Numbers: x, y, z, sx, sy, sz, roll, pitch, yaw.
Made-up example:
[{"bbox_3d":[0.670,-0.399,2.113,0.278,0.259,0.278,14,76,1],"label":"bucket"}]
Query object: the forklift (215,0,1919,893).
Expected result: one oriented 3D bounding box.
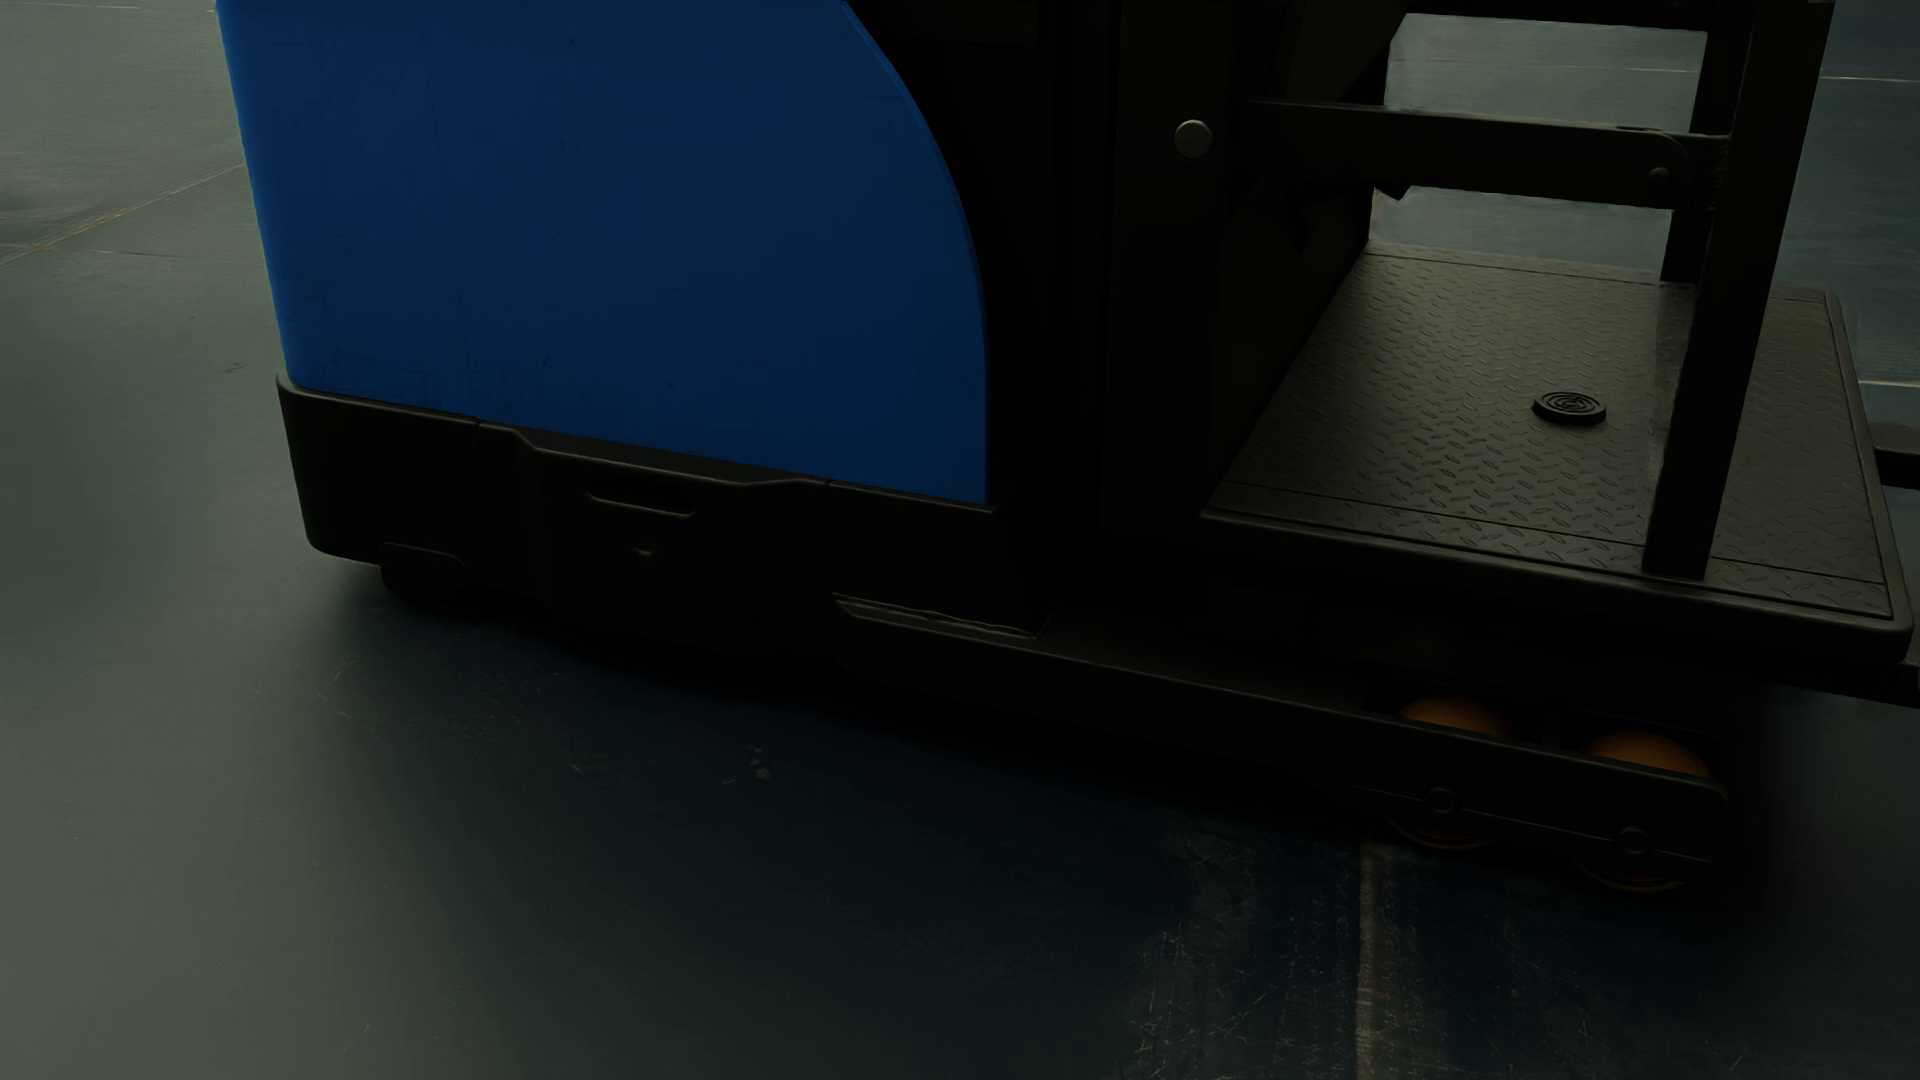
[{"bbox_3d":[0.638,-1.208,1.640,3.031,2.935,1.130,10,28,19],"label":"forklift"}]
